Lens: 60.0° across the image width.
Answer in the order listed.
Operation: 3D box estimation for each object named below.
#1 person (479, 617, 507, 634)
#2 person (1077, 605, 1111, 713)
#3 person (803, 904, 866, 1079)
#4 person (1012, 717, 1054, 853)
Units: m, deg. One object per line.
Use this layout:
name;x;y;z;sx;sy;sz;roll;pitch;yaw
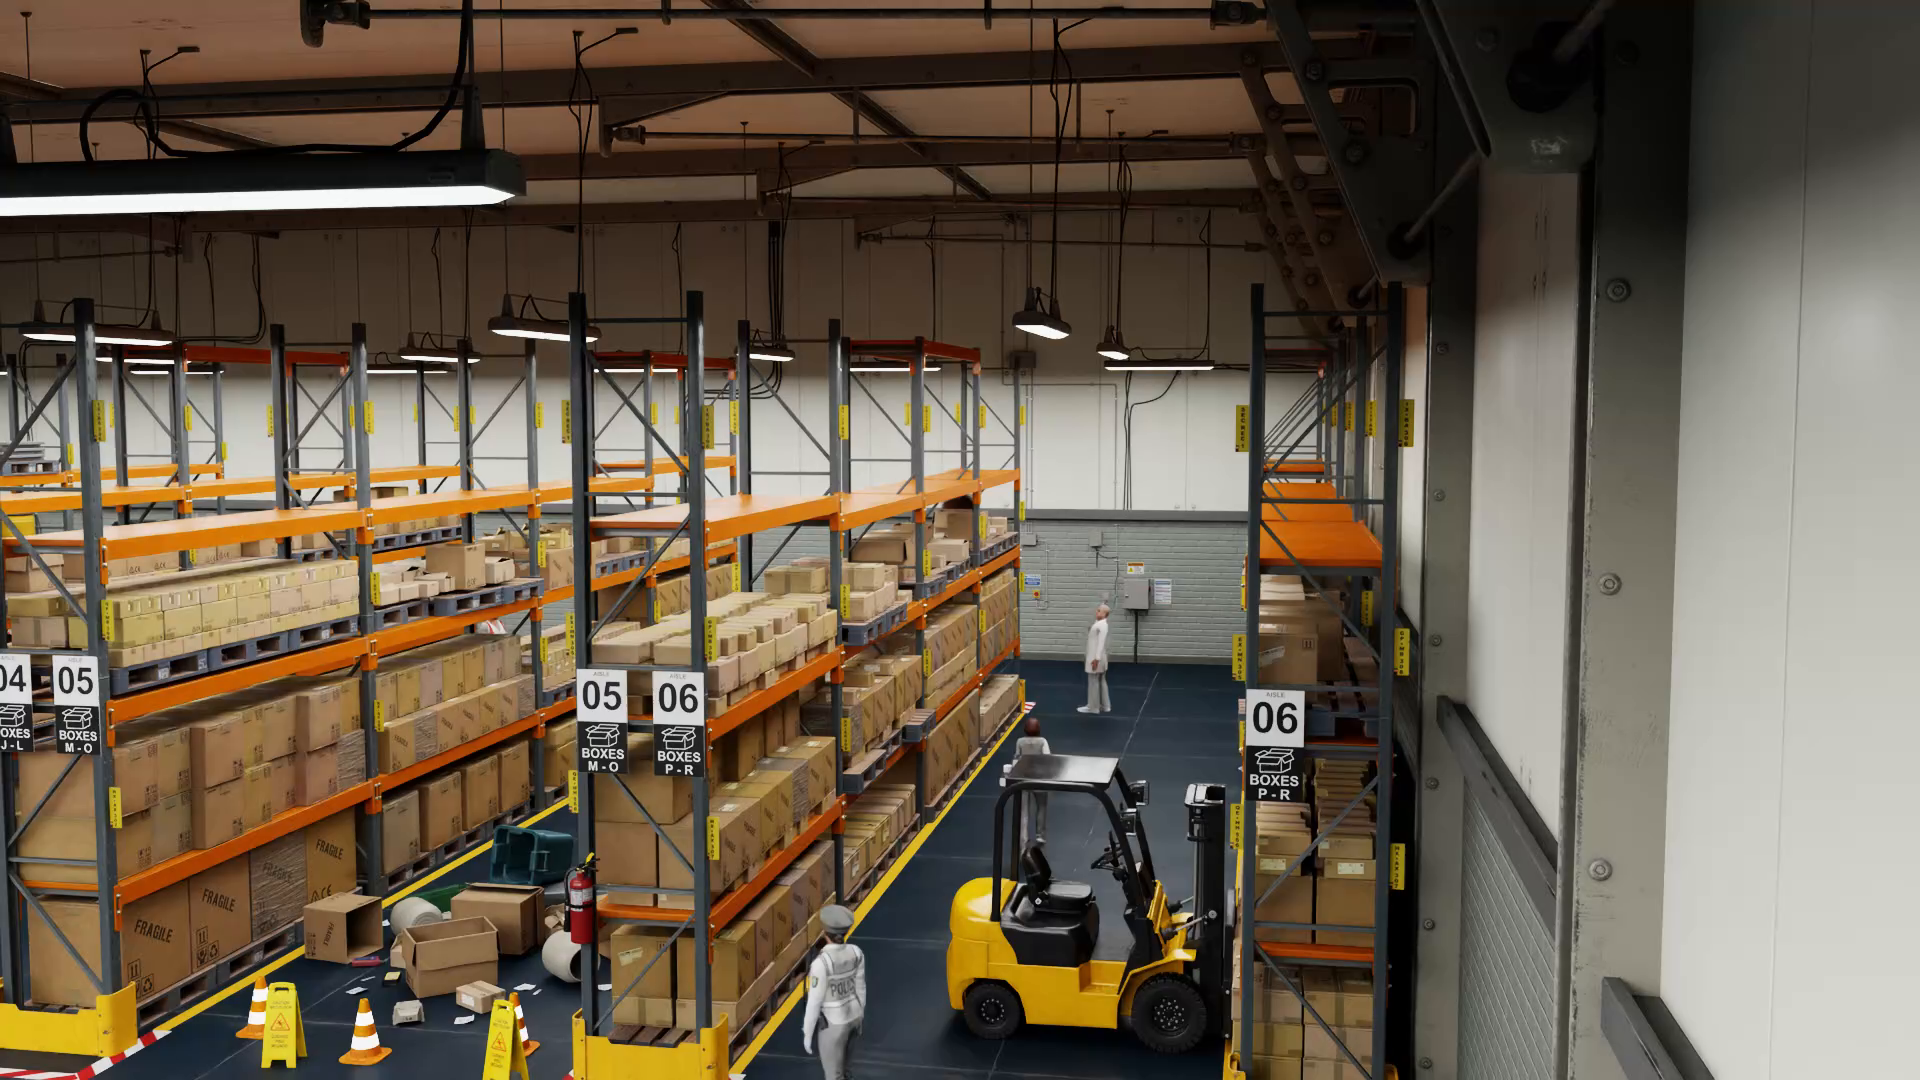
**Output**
person;-7.902;1.998;28.466;0.603;1.804;0.514;-4;6;-41
person;2.219;1.942;27.239;0.513;1.766;0.625;2;5;20
person;-0.913;3.389;11.653;0.435;1.692;0.526;2;5;24
person;0.858;2.841;19.336;0.524;1.570;0.915;1;5;15
